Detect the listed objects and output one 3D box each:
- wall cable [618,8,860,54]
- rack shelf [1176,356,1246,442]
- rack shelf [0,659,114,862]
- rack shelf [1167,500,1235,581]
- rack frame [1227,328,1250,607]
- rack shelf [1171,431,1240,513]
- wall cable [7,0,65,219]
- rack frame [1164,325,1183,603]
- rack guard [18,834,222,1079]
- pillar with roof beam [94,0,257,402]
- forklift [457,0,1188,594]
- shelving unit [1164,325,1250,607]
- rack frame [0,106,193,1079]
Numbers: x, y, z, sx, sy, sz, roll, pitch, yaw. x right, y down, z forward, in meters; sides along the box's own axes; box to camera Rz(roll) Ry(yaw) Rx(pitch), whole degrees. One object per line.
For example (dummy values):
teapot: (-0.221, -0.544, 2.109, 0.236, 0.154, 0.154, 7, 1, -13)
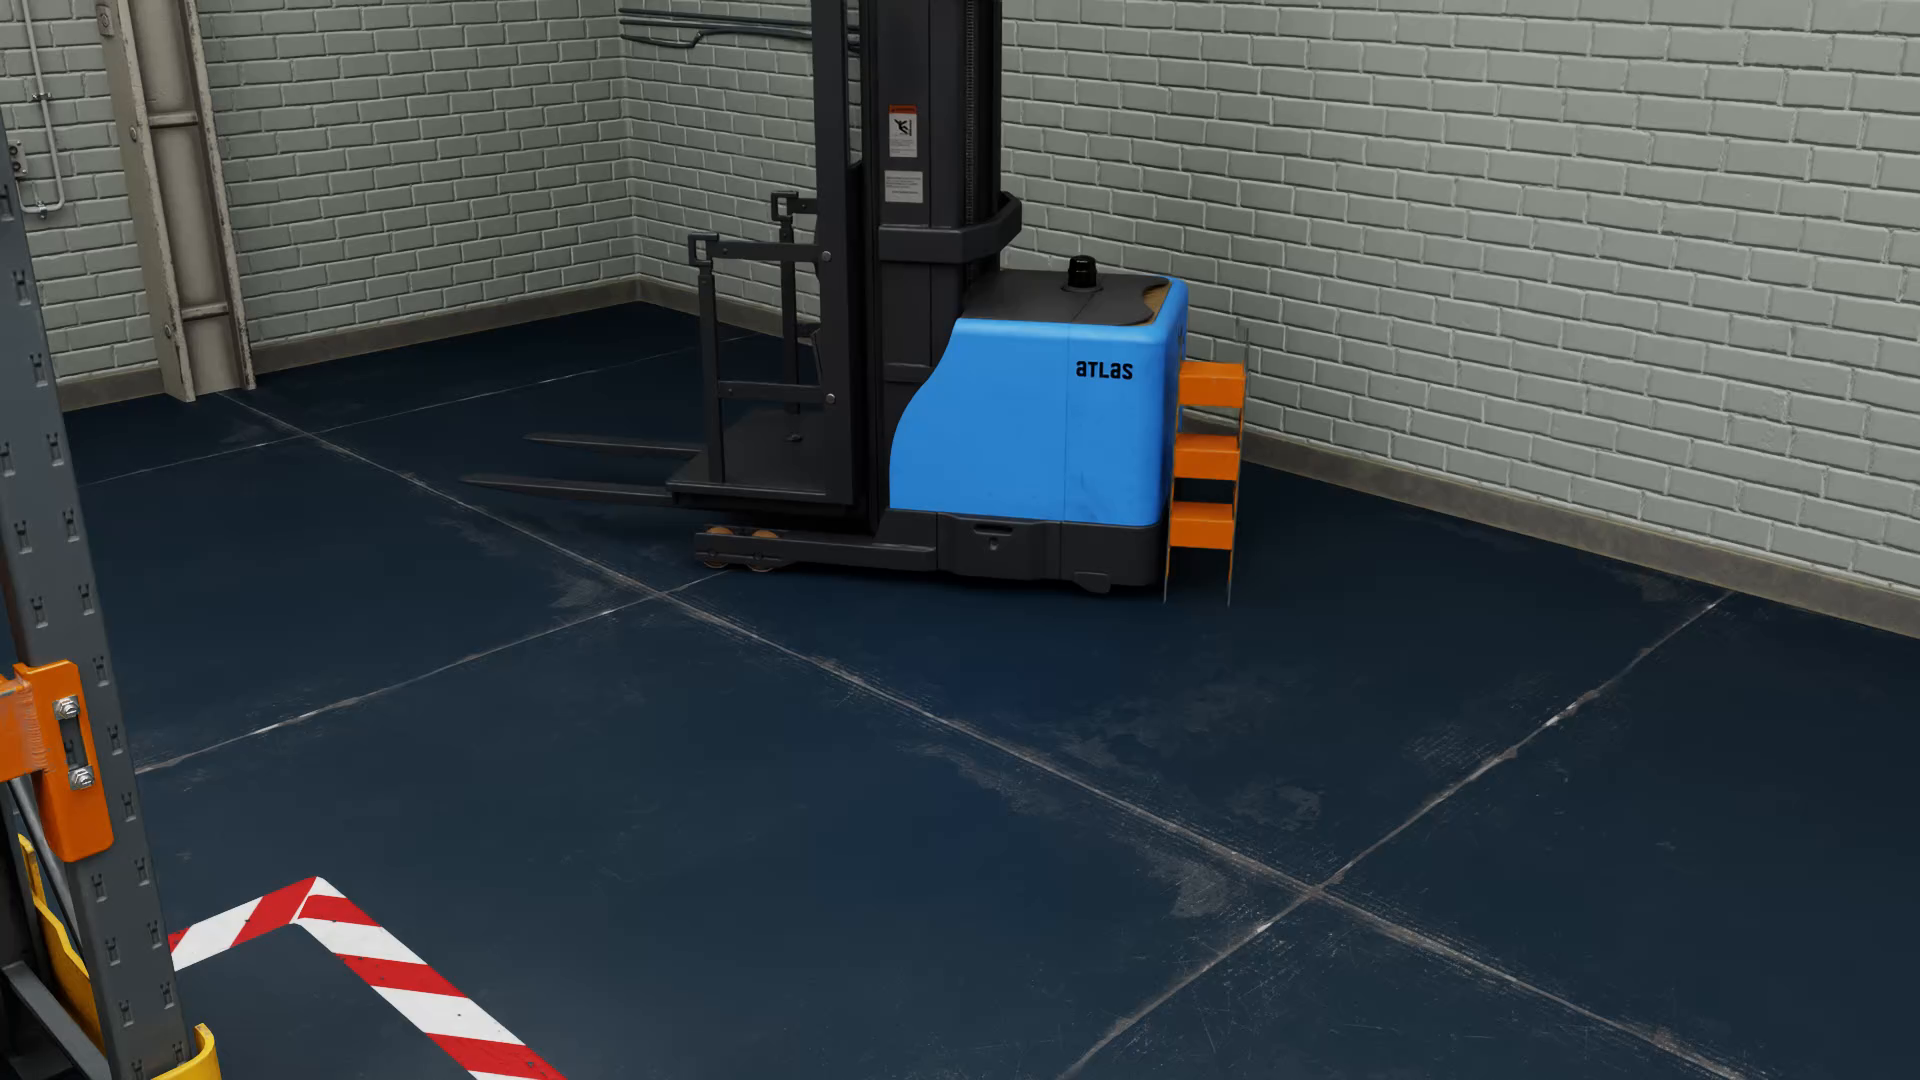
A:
wall cable: (-1.232, -4.041, 9.374, 3.097, 2.526, 0.112, 19, 28, 41)
rack shelf: (0.937, -0.529, 6.219, 0.240, 0.259, 0.215, 4, 22, 7)
rack shelf: (-3.277, 0.763, 1.911, 1.077, 0.370, 4.000, 19, 28, 41)
rack shelf: (0.930, -0.006, 6.425, 0.240, 0.259, 0.215, 4, 22, 7)
rack frame: (1.054, -0.267, 6.304, 0.008, 1.050, 0.200, 4, 22, 7)
rack shelf: (0.933, -0.265, 6.323, 0.240, 0.259, 0.215, 4, 22, 7)
wall cable: (-5.218, -2.366, 7.633, 0.084, 1.984, 1.851, 19, 28, 41)
rack frame: (0.812, -0.282, 6.334, 0.008, 1.050, 0.200, 4, 22, 7)
rack guard: (-1.935, 1.099, 3.518, 1.175, 0.500, 0.348, 19, 28, 41)
pillar with roof beam: (-1.085, -3.959, 4.833, 9.100, 9.000, 0.400, 19, 28, 41)
forklift: (-0.608, -1.416, 6.674, 3.031, 2.935, 1.130, 5, 21, 12)
shelving unit: (0.933, -0.275, 6.319, 0.252, 1.050, 0.215, 4, 22, 7)
rack frame: (-1.882, -0.087, 3.120, 1.000, 3.000, 0.127, 19, 28, 41)
